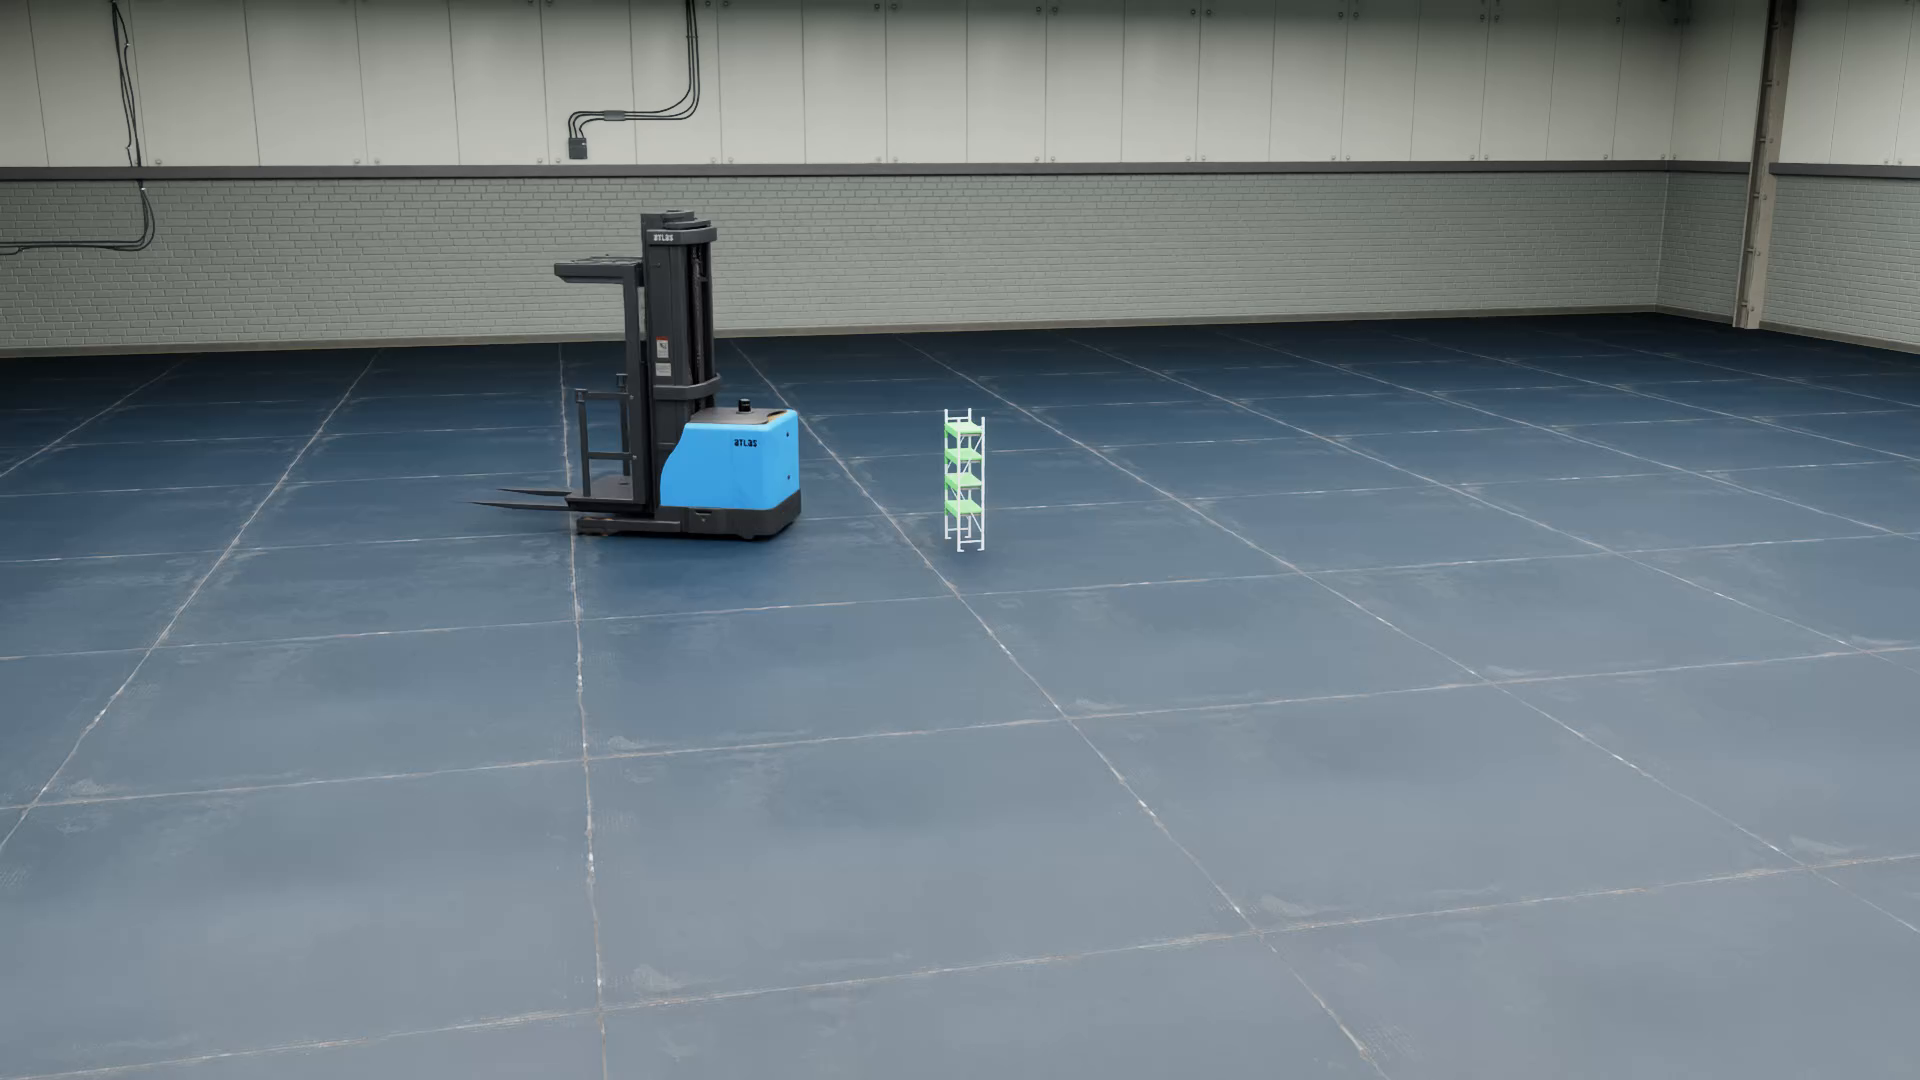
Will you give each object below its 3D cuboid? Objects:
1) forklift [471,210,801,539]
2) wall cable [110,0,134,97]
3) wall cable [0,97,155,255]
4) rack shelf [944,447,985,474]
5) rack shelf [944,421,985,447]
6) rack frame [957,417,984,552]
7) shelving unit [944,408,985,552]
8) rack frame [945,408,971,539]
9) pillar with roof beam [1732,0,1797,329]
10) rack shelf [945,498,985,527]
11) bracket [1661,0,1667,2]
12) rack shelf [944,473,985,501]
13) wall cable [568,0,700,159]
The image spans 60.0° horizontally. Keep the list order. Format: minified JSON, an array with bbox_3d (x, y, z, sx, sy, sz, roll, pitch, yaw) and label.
[{"bbox_3d":[-3.097,-1.578,15.533,3.031,2.935,1.130,2,14,10],"label":"forklift"},{"bbox_3d":[-12.288,-8.546,27.171,3.097,2.526,0.112,-3,14,-13],"label":"wall cable"},{"bbox_3d":[-14.918,-5.942,27.153,3.097,2.526,0.112,-3,14,-13],"label":"wall cable"},{"bbox_3d":[0.039,-0.716,14.910,0.258,0.148,0.480,-3,14,-13],"label":"rack shelf"},{"bbox_3d":[0.039,-0.949,14.853,0.258,0.148,0.480,-3,14,-13],"label":"rack shelf"},{"bbox_3d":[0.096,-0.488,14.721,0.240,1.200,0.015,-3,14,-13],"label":"rack frame"},{"bbox_3d":[0.039,-0.545,14.951,0.258,1.200,0.503,-3,14,-13],"label":"shelving unit"},{"bbox_3d":[-0.018,-0.601,15.182,0.240,1.200,0.015,-3,14,-13],"label":"rack frame"},{"bbox_3d":[10.923,-8.213,29.905,9.100,9.000,0.548,-3,14,-13],"label":"pillar with roof beam"},{"bbox_3d":[0.039,-0.249,15.023,0.258,0.148,0.480,-3,14,-13],"label":"rack shelf"},{"bbox_3d":[14.108,-10.824,33.009,0.235,0.232,0.430,-3,14,-13],"label":"bracket"},{"bbox_3d":[0.039,-0.483,14.966,0.258,0.148,0.480,-3,14,-13],"label":"rack shelf"},{"bbox_3d":[-5.686,-9.628,28.532,2.305,6.003,0.169,-3,14,-13],"label":"wall cable"}]
